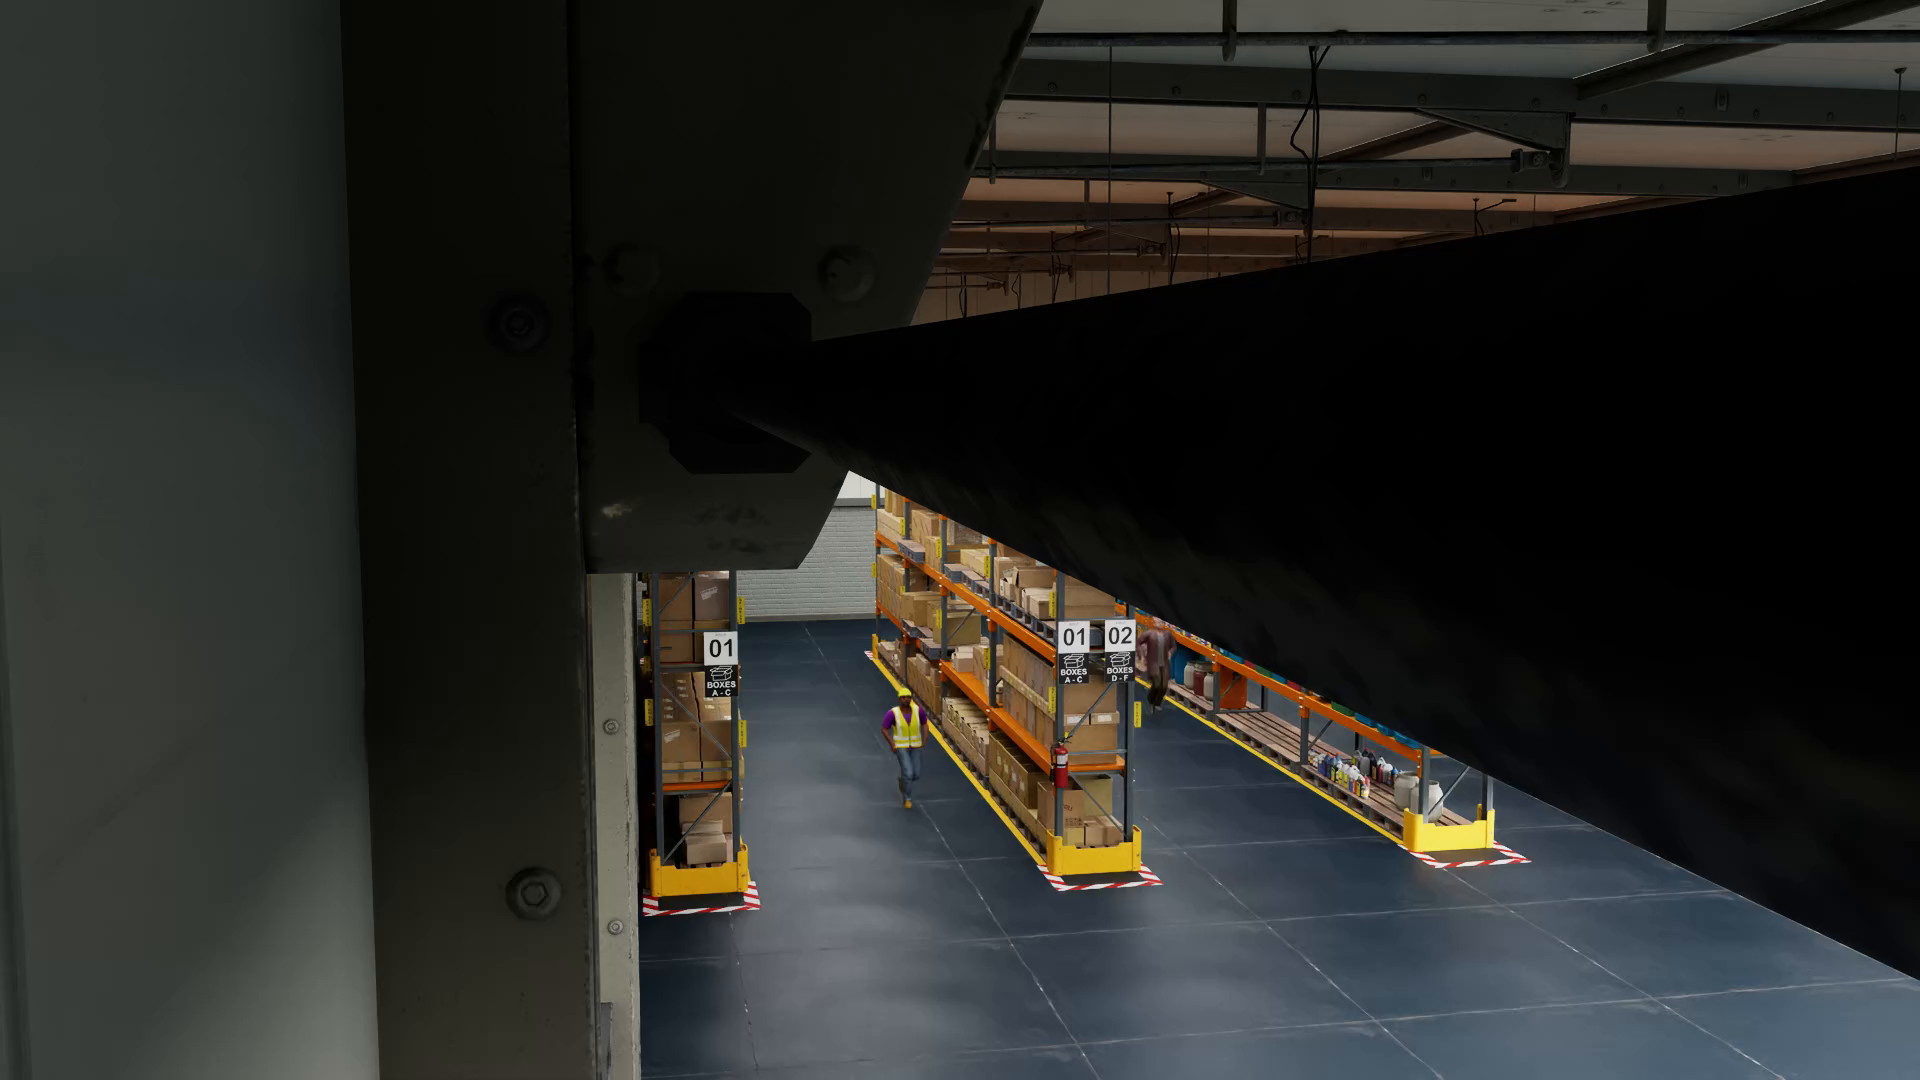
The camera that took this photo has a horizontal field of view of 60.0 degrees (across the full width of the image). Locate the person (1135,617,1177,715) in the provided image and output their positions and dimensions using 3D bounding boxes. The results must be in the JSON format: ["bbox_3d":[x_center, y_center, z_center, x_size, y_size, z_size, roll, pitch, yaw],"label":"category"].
[{"bbox_3d":[3.496,2.218,29.225,0.704,1.763,0.653,-1,6,-13],"label":"person"}]

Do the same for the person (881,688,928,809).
[{"bbox_3d":[-0.785,2.998,24.165,0.694,1.736,0.640,-2,6,-19],"label":"person"}]
